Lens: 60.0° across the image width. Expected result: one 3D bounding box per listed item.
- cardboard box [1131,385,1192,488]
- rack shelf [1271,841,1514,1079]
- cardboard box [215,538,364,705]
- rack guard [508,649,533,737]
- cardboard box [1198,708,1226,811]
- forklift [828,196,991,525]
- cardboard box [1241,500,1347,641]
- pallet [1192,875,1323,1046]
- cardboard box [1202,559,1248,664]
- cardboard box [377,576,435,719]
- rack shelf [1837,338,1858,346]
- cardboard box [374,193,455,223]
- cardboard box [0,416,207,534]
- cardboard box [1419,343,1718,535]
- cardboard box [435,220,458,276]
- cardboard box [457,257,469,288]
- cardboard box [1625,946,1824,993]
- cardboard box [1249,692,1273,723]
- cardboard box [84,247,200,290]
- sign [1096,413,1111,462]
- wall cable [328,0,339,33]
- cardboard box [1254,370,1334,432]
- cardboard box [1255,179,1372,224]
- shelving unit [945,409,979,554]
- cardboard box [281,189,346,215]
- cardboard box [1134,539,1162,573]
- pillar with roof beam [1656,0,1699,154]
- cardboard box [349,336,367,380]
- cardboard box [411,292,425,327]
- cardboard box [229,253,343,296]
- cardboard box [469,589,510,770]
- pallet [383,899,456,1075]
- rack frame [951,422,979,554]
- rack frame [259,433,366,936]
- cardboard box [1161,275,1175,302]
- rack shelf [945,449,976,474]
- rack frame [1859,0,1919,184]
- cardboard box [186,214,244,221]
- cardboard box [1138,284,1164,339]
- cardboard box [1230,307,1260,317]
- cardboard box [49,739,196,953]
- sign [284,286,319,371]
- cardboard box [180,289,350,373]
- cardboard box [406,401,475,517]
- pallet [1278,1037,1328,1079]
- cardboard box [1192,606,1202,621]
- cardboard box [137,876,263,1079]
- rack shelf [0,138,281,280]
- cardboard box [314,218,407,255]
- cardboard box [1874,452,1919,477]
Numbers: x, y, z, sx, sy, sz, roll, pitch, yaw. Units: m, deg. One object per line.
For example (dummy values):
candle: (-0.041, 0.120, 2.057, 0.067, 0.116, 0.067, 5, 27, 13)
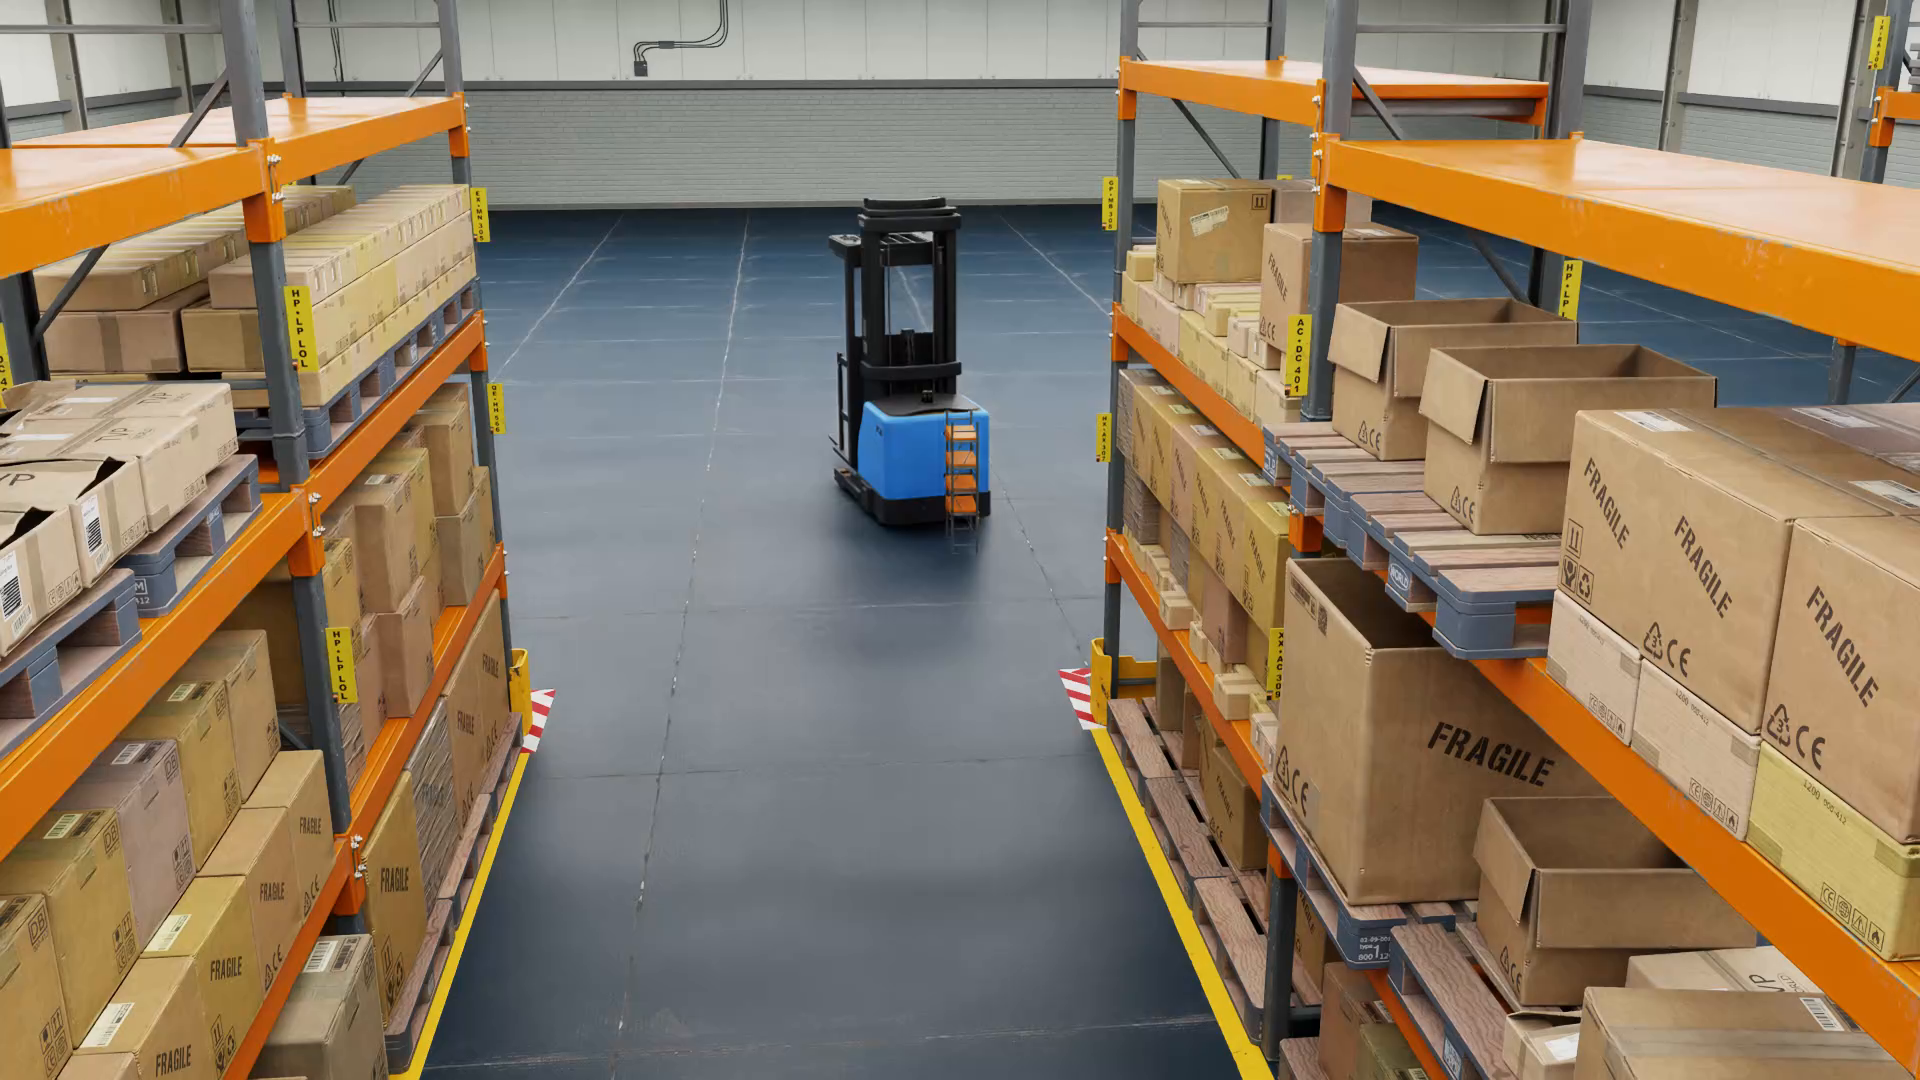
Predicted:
cardboard box: (1.312, -0.616, 9.799, 0.500, 0.500, 0.500, -2, 18, -6)
rack shelf: (2.100, 1.860, 5.446, 1.077, 0.370, 4.000, -2, 18, -6)
cardboard box: (-3.054, 0.346, 7.013, 0.875, 0.550, 0.550, -2, 18, -6)
rack guard: (-3.465, 1.038, 11.037, 1.175, 0.500, 0.348, -2, 18, -6)
cardboard box: (1.670, 1.272, 9.589, 0.500, 0.500, 0.500, 0, 17, 0)
forklift: (-0.647, -1.938, 16.457, 1.130, 2.935, 3.031, -5, 18, -17)
cardboard box: (1.574, 0.129, 7.427, 0.500, 0.500, 0.500, -2, 18, -6)
pallet: (1.789, 2.052, 8.288, 1.003, 0.211, 1.213, -2, 18, -6)
cardboard box: (1.741, 0.299, 8.552, 0.875, 0.500, 0.500, -2, 18, -6)
cardboard box: (-3.118, 0.535, 8.214, 0.875, 0.550, 0.550, -2, 18, -6)
rack shelf: (6.614, -0.916, 9.280, 1.077, 0.370, 4.000, -2, 18, -6)
cardboard box: (-3.040, -1.847, 9.264, 0.380, 0.149, 0.250, -1, 17, -5)
cardboard box: (-2.704, -0.203, 5.189, 0.500, 0.250, 0.500, -2, 18, -6)
cardboard box: (1.942, -0.336, 5.358, 0.797, 0.503, 0.637, -1, 17, -3)
cardboard box: (-3.083, -1.611, 9.179, 0.500, 0.250, 0.500, -2, 18, -6)
cardboard box: (-3.066, -1.543, 9.629, 0.380, 0.149, 0.250, -2, 18, -5)
cardboard box: (2.362, 1.477, 5.013, 0.500, 0.250, 0.500, -2, 18, -7)
cardboard box: (1.597, 0.835, 7.930, 0.380, 0.149, 0.250, -2, 18, -6)
cardboard box: (-3.456, -1.145, 7.029, 0.380, 0.149, 0.250, -2, 18, -6)
sign: (0.942, -0.667, 10.849, 0.100, 0.325, 0.005, -2, 18, -6)
wall cable: (-13.529, -13.306, 39.287, 3.097, 2.526, 0.112, -2, 18, -6)
cardboard box: (1.587, -0.566, 7.216, 0.500, 0.250, 0.500, -1, 17, -4)
cardboard box: (1.893, -1.676, 9.002, 0.500, 0.500, 0.500, -2, 18, -6)
shelving unit: (0.017, -0.523, 14.840, 0.258, 1.200, 0.503, -2, 18, -6)
cardboard box: (-3.720, -1.904, 9.445, 0.380, 0.149, 0.250, -2, 18, -5)
cardboard box: (1.291, 0.091, 10.298, 0.380, 0.149, 0.250, -2, 18, -6)
pillar with roof beam: (10.437, -10.428, 33.369, 9.100, 9.000, 0.400, -2, 18, -6)
cardboard box: (-2.802, -0.786, 7.216, 0.380, 0.149, 0.250, -2, 18, -6)
cardboard box: (-2.935, -1.164, 8.421, 0.380, 0.149, 0.250, -2, 17, -5)
cardboard box: (-2.777, -1.091, 6.856, 0.380, 0.149, 0.250, -2, 18, -6)
cardboard box: (-3.327, 0.866, 10.258, 0.875, 0.875, 0.875, -2, 18, -5)
pallet: (-3.051, 2.145, 7.991, 1.003, 0.211, 1.213, -2, 18, -6)
rack frame: (0.042, -0.450, 14.609, 0.240, 1.200, 0.015, -2, 18, -6)
rack frame: (-3.050, 1.044, 6.844, 1.000, 3.000, 0.127, -2, 18, -6)
cardboard box: (1.337, -1.424, 9.282, 0.380, 0.149, 0.250, -2, 18, -6)
rack shelf: (0.017, -0.672, 14.793, 0.258, 0.148, 0.480, -2, 18, -6)
rack frame: (6.408, -3.286, 10.621, 1.000, 3.000, 0.127, -2, 18, -6)
cardboard box: (-3.588, -1.523, 8.233, 0.380, 0.149, 0.250, -2, 17, -5)
cardboard box: (1.333, -1.325, 9.634, 0.500, 0.250, 0.500, -2, 18, -7)
cardboard box: (1.517, -1.032, 8.033, 0.380, 0.149, 0.250, -1, 17, -4)
cardboard box: (-2.886, 0.971, 5.241, 0.700, 0.500, 0.500, -2, 18, -5)
sign: (-2.511, -0.804, 6.333, 0.100, 0.325, 0.005, -2, 18, -6)
cardboard box: (-2.822, -0.860, 6.786, 0.500, 0.250, 0.500, -2, 18, -5)
cardboard box: (-3.314, -0.462, 9.587, 0.875, 0.550, 0.550, -2, 18, -6)
pallet: (1.976, 2.483, 6.915, 1.003, 0.211, 1.213, -2, 18, -6)
cardboard box: (1.490, 0.462, 9.118, 0.380, 0.149, 0.250, -2, 18, -6)
cardboard box: (-2.626, 1.445, 5.401, 0.500, 0.500, 0.500, -2, 17, -5)
rack shelf: (-2.844, -0.688, 4.215, 1.077, 0.370, 4.000, -2, 18, -6)
cardboard box: (-2.907, -1.468, 8.058, 0.380, 0.149, 0.250, -2, 18, -6)
cardboard box: (2.465, 0.096, 3.854, 0.500, 0.500, 0.500, -2, 18, -5)
